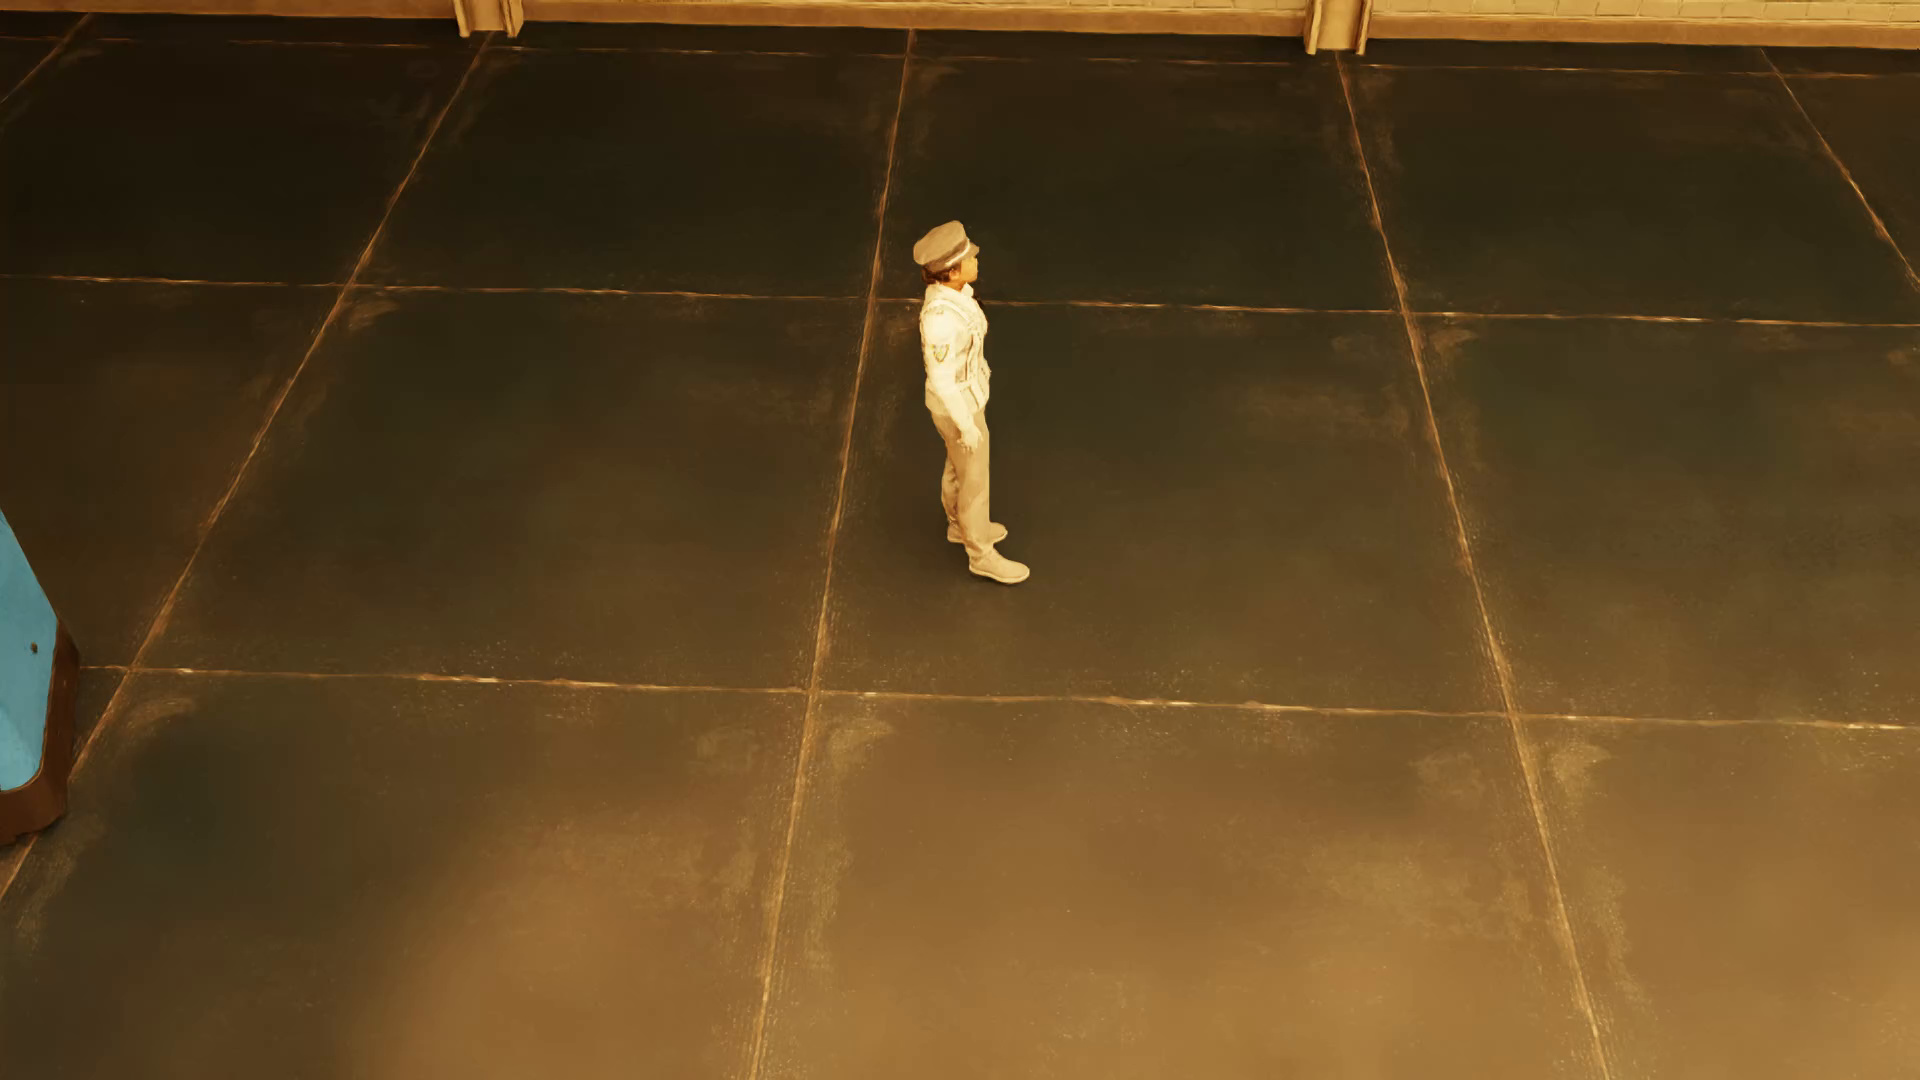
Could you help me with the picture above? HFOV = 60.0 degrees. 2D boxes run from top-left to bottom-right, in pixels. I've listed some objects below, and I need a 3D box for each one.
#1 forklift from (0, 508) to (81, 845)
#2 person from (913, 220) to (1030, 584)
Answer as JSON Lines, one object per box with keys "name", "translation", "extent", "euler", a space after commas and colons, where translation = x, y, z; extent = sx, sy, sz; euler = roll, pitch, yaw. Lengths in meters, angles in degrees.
{"name": "forklift", "translation": [-5.149, 0.063, 5.674], "extent": [3.031, 2.935, 1.130], "euler": [-12, 44, -13]}
{"name": "person", "translation": [0.067, -0.624, 7.332], "extent": [0.532, 1.695, 0.586], "euler": [2, 42, 2]}
